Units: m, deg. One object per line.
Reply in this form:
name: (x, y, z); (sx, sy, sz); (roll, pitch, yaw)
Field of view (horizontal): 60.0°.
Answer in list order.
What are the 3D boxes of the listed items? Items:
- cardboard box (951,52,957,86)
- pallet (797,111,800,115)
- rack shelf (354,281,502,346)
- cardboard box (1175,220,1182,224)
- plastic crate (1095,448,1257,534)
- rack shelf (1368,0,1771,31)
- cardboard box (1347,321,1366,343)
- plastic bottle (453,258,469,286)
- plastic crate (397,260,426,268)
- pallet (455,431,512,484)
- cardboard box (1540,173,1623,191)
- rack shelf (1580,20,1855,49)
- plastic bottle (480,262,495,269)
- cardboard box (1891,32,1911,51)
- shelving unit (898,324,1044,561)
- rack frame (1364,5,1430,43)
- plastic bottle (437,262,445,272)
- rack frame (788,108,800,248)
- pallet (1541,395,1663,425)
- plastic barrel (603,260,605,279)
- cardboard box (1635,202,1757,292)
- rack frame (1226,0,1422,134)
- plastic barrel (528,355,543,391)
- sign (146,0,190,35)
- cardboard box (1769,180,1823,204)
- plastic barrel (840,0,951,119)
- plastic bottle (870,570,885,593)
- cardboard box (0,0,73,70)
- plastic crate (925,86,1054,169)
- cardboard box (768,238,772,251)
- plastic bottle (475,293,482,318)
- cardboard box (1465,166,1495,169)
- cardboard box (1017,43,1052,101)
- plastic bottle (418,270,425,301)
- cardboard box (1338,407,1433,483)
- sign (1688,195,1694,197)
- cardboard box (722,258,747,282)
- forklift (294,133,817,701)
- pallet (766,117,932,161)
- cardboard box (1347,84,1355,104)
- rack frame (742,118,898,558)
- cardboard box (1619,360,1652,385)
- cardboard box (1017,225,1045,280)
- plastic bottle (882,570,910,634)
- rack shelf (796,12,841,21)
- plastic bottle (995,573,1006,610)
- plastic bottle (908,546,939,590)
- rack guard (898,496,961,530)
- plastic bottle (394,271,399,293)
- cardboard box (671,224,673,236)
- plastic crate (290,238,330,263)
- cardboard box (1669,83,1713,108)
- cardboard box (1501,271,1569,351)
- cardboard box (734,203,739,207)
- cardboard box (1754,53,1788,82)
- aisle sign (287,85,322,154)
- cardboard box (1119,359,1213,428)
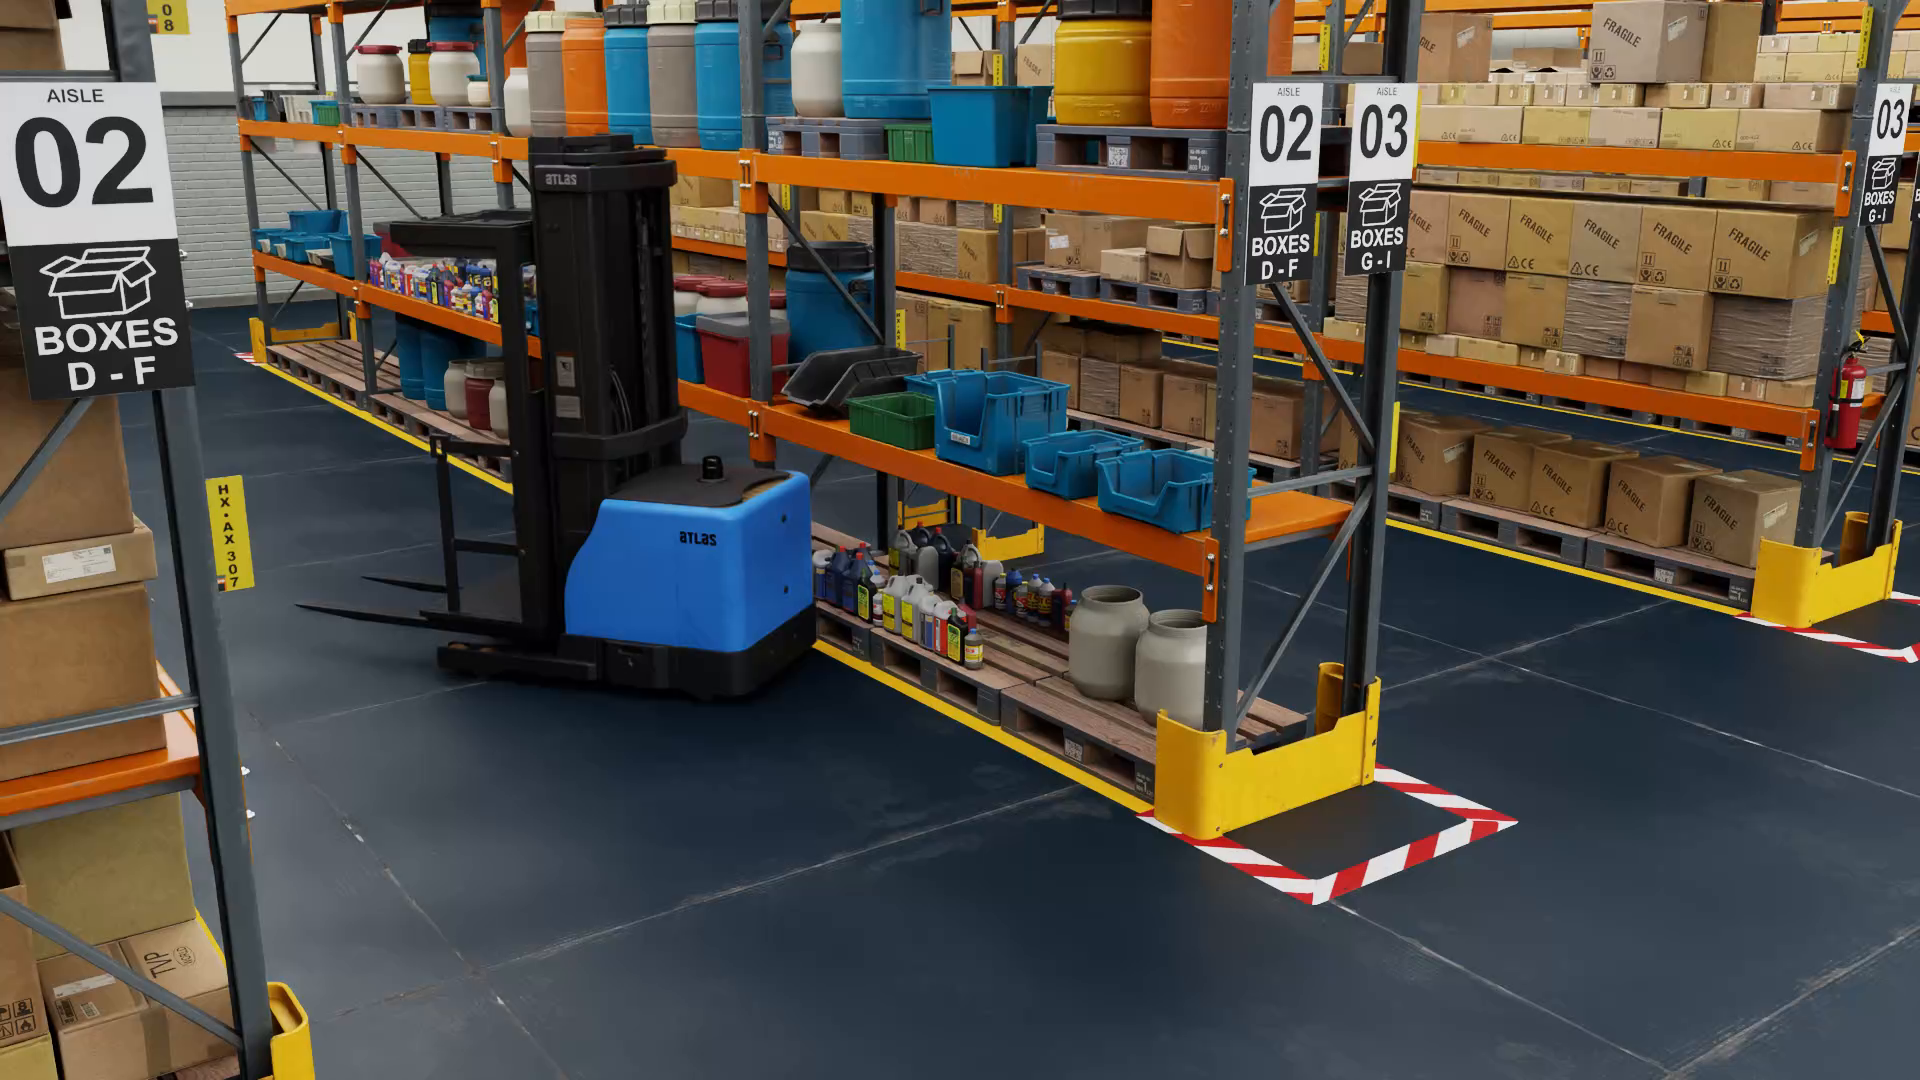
cardboard box: (-0.187, -4.709, 16.931); (0.500, 0.500, 0.500); (-10, 18, -32)
pallet: (-2.016, -5.156, 19.718); (1.003, 0.211, 1.213); (-11, 19, -35)
rack shelf: (-4.374, -2.033, 15.184); (1.077, 0.370, 4.000); (-11, 19, -35)
cardboard box: (2.846, -4.084, 20.995); (0.380, 0.149, 0.250); (-11, 19, -34)
plastic crate: (0.970, -0.233, 7.527); (0.499, 0.251, 0.616); (-11, 19, -35)
rack shelf: (6.056, -5.396, 16.867); (1.077, 0.370, 4.000); (-11, 19, -35)
cardboard box: (3.180, -1.598, 12.709); (0.380, 0.149, 0.250); (-11, 19, -35)
plastic bottle: (-4.752, -2.576, 15.898); (0.144, 0.351, 0.185); (-11, 19, -35)
plastic crate: (-5.708, -2.830, 17.120); (0.396, 0.136, 0.243); (-11, 19, -35)
pallet: (-3.695, -0.770, 14.488); (1.003, 0.211, 1.213); (-11, 19, -35)
cardboard box: (6.334, -3.469, 16.984); (0.700, 0.500, 0.500); (-11, 19, -34)
rack shelf: (11.662, -7.812, 25.692); (1.077, 0.370, 4.000); (-11, 19, -35)
plastic bottle: (-4.466, -2.499, 15.758); (0.152, 0.276, 0.135); (-11, 19, -35)
cardboard box: (7.921, -4.175, 13.945); (0.380, 0.149, 0.250); (-11, 19, -35)
shelving unit: (0.045, -0.707, 11.819); (0.587, 1.500, 1.083); (-11, 19, -35)
rack frame: (4.880, -6.363, 18.279); (1.000, 3.000, 0.127); (-11, 19, -35)
plastic bottle: (-5.146, -2.654, 16.466); (0.097, 0.201, 0.097); (0, 15, 0)
rack frame: (-1.543, -3.576, 19.458); (1.000, 3.000, 0.127); (-11, 19, -35)
pallet: (6.717, -1.424, 16.878); (1.003, 0.211, 1.213); (-11, 19, -35)
plastic barrel: (-2.680, -1.966, 13.320); (0.600, 0.536, 0.708); (-11, 19, -35)
cardboard box: (4.691, -1.872, 10.587); (0.500, 0.500, 0.500); (-11, 19, -35)
rack frame: (1.506, -3.138, 6.495); (1.000, 3.000, 0.127); (-11, 19, -35)
plastic barrel: (-3.499, -1.210, 14.132); (0.600, 0.830, 0.708); (-11, 19, -35)
sign: (-2.050, -1.468, 4.269); (0.100, 0.325, 0.005); (-11, 19, -35)
cardboard box: (7.839, -3.025, 15.118); (0.875, 0.550, 0.550); (-11, 19, -35)
plastic barrel: (-0.347, -2.761, 9.053); (0.600, 0.901, 0.708); (-11, 19, -35)
plastic bottle: (-0.479, 0.308, 9.604); (0.097, 0.271, 0.097); (0, 15, 0)
cardboard box: (-2.837, -1.366, 4.448); (0.797, 0.503, 0.637); (-9, 18, -31)
plastic crate: (0.141, -2.044, 8.210); (0.392, 0.384, 0.575); (-11, 19, -35)
cardboard box: (-2.139, -3.524, 19.744); (0.380, 0.149, 0.250); (-10, 18, -33)
plastic bottle: (-4.027, -1.975, 13.985); (0.097, 0.201, 0.097); (0, 15, 0)
cardboard box: (7.422, -5.185, 23.253); (0.500, 0.500, 0.500); (-11, 19, -35)
cardboard box: (0.877, -4.317, 15.350); (0.500, 0.500, 0.500); (-11, 19, -34)
plastic bottle: (-4.859, -2.311, 15.080); (0.097, 0.271, 0.097); (0, 15, 0)
cardboard box: (3.363, -0.773, 13.156); (0.500, 0.500, 0.500); (-12, 19, -36)
sign: (6.799, -3.050, 15.493); (0.100, 0.325, 0.005); (-11, 19, -35)
cardboard box: (-2.396, -3.099, 20.946); (0.875, 0.875, 0.875); (-11, 19, -35)
forklift: (-2.405, -0.772, 9.346); (3.031, 2.935, 1.130); (5, 16, 18)
pallet: (-0.343, -2.315, 9.529); (1.213, 0.211, 1.003); (-11, 19, -35)
cardboard box: (3.102, -3.317, 12.359); (0.380, 0.149, 0.250); (-12, 19, -36)
rack frame: (-0.846, -1.099, 10.408); (1.000, 3.000, 0.127); (-11, 19, -35)
cardboard box: (4.595, -1.135, 11.018); (0.380, 0.149, 0.250); (-11, 19, -35)
cardboard box: (0.743, -2.916, 16.858); (0.500, 0.500, 0.500); (-10, 18, -33)
plastic bottle: (-0.346, 0.335, 9.355); (0.144, 0.351, 0.185); (-11, 19, -35)
rack shelf: (-2.719, -6.356, 20.374); (1.077, 0.370, 4.000); (-11, 19, -35)
plastic bottle: (0.253, 0.298, 9.773); (0.097, 0.201, 0.097); (0, 15, 0)
plastic bottle: (-0.226, 0.165, 10.117); (0.152, 0.276, 0.135); (-11, 19, -35)
rack guard: (-0.248, -0.211, 12.372); (0.587, 0.250, 0.087); (-11, 19, -35)
plastic bottle: (-5.267, -2.425, 15.631); (0.097, 0.201, 0.097); (0, 15, 0)
cardboard box: (-3.650, -4.072, 21.749); (0.380, 0.149, 0.250); (-11, 19, -36)
plastic crate: (-7.072, -3.160, 18.143); (0.416, 0.233, 0.300); (-11, 19, -35)
cardboard box: (4.622, -2.756, 10.310); (0.380, 0.149, 0.250); (-11, 19, -34)
cardboard box: (4.277, -1.637, 11.621); (0.875, 0.500, 0.500); (-11, 19, -35)
cardboard box: (-2.798, -4.222, 21.539); (0.500, 0.250, 0.500); (-12, 19, -36)
cardboard box: (7.293, -4.236, 14.926); (0.500, 0.250, 0.500); (-11, 19, -34)
aisle sign: (-7.707, -4.976, 19.649); (0.394, 0.787, 0.004); (-11, 19, -35)
cardboard box: (1.894, -1.352, 15.234); (0.700, 0.500, 0.500); (-9, 18, -30)
